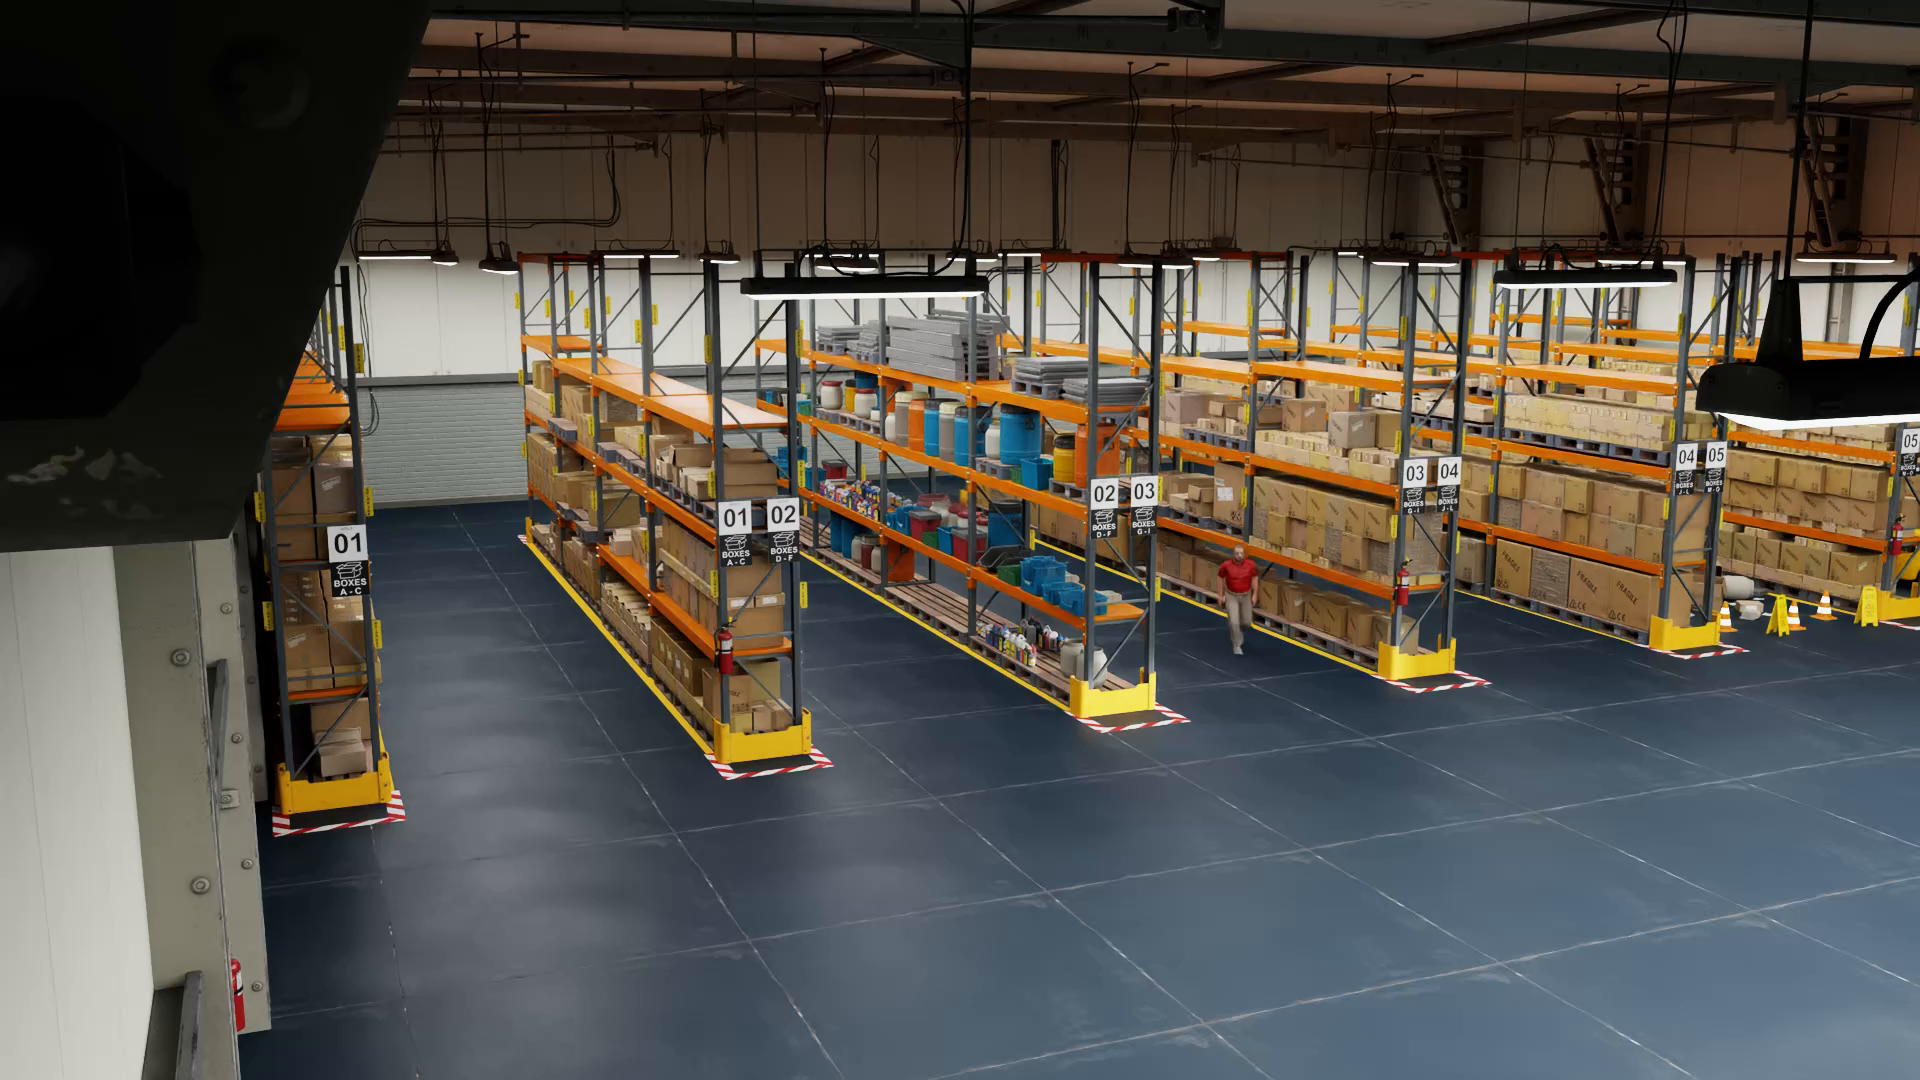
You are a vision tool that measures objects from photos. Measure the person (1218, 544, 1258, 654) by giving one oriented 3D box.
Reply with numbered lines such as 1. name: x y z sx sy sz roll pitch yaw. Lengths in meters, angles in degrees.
1. person: 4.254 0.868 25.619 0.596 1.701 0.669 -1 10 -5
